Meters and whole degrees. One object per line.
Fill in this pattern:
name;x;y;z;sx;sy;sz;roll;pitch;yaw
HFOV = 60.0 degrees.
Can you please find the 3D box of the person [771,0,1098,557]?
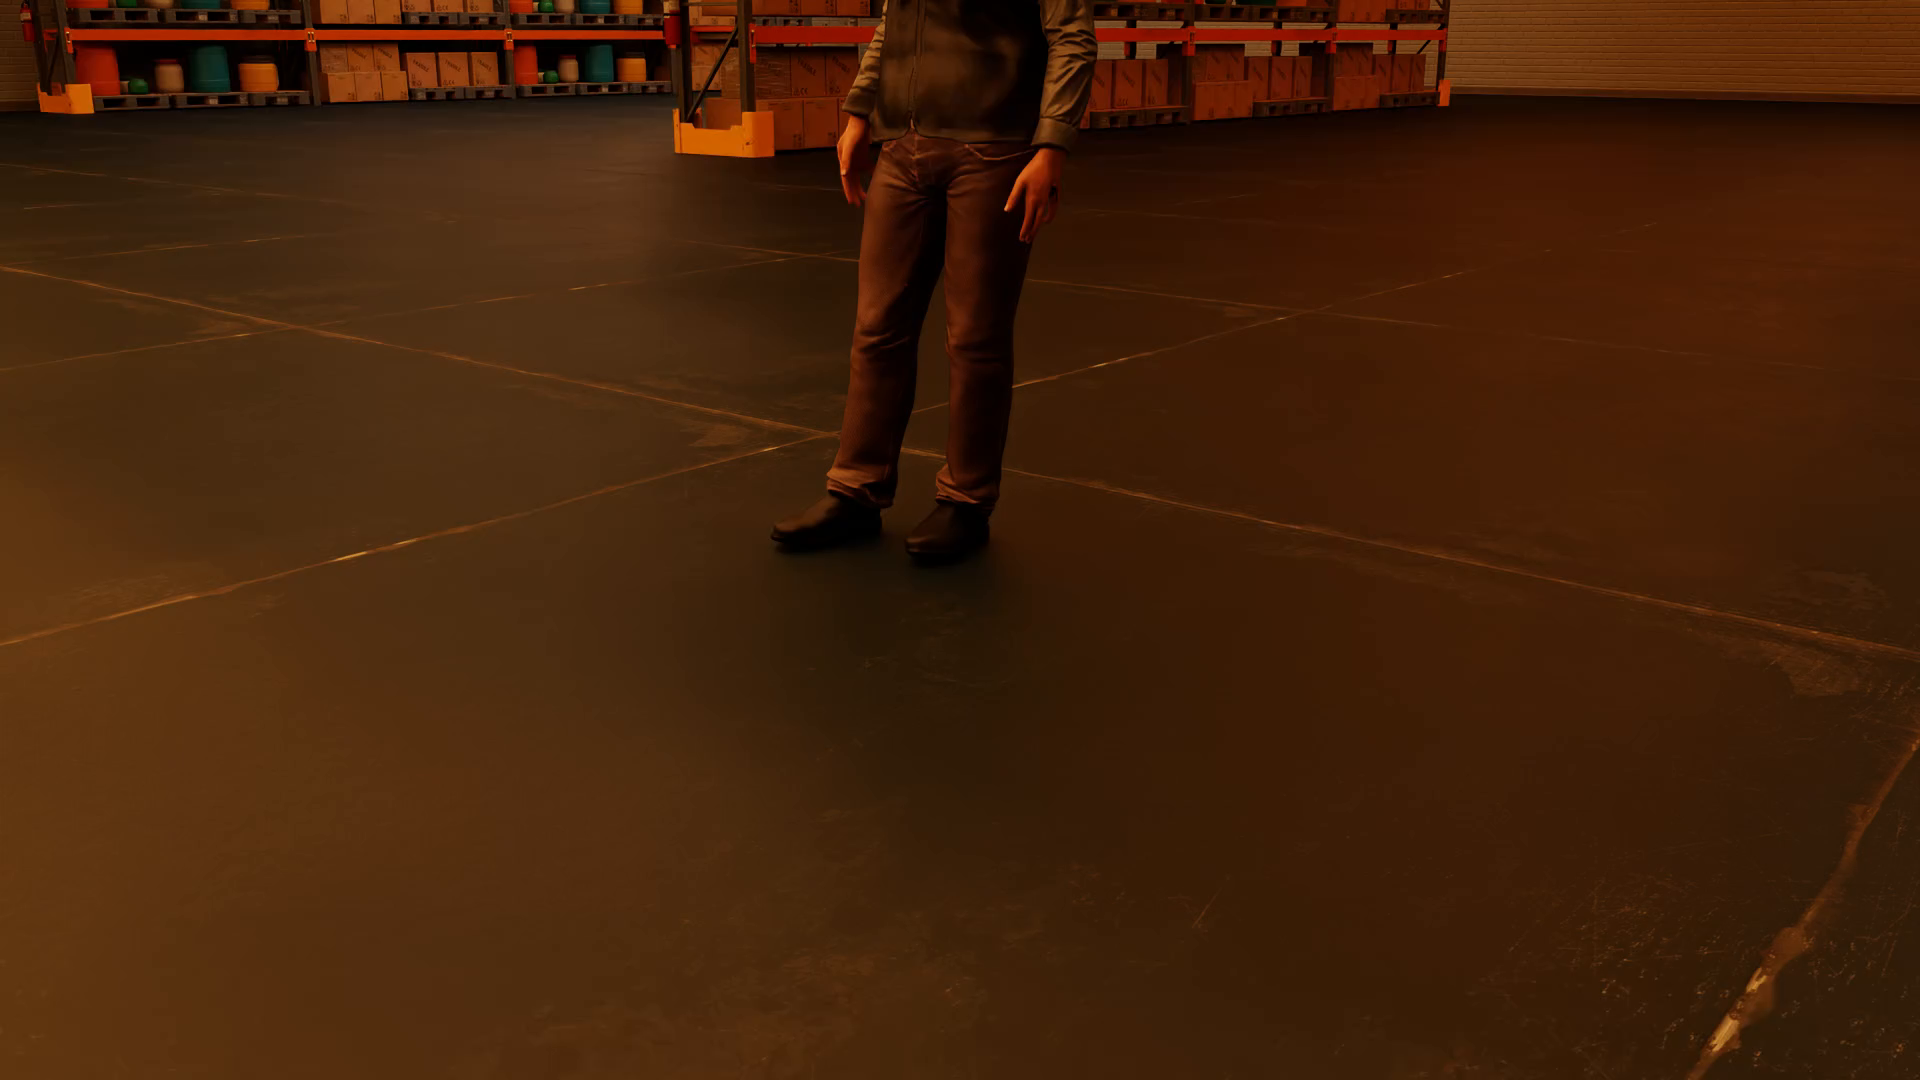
person;-0.046;-0.818;3.649;0.632;1.720;0.568;13;21;37
